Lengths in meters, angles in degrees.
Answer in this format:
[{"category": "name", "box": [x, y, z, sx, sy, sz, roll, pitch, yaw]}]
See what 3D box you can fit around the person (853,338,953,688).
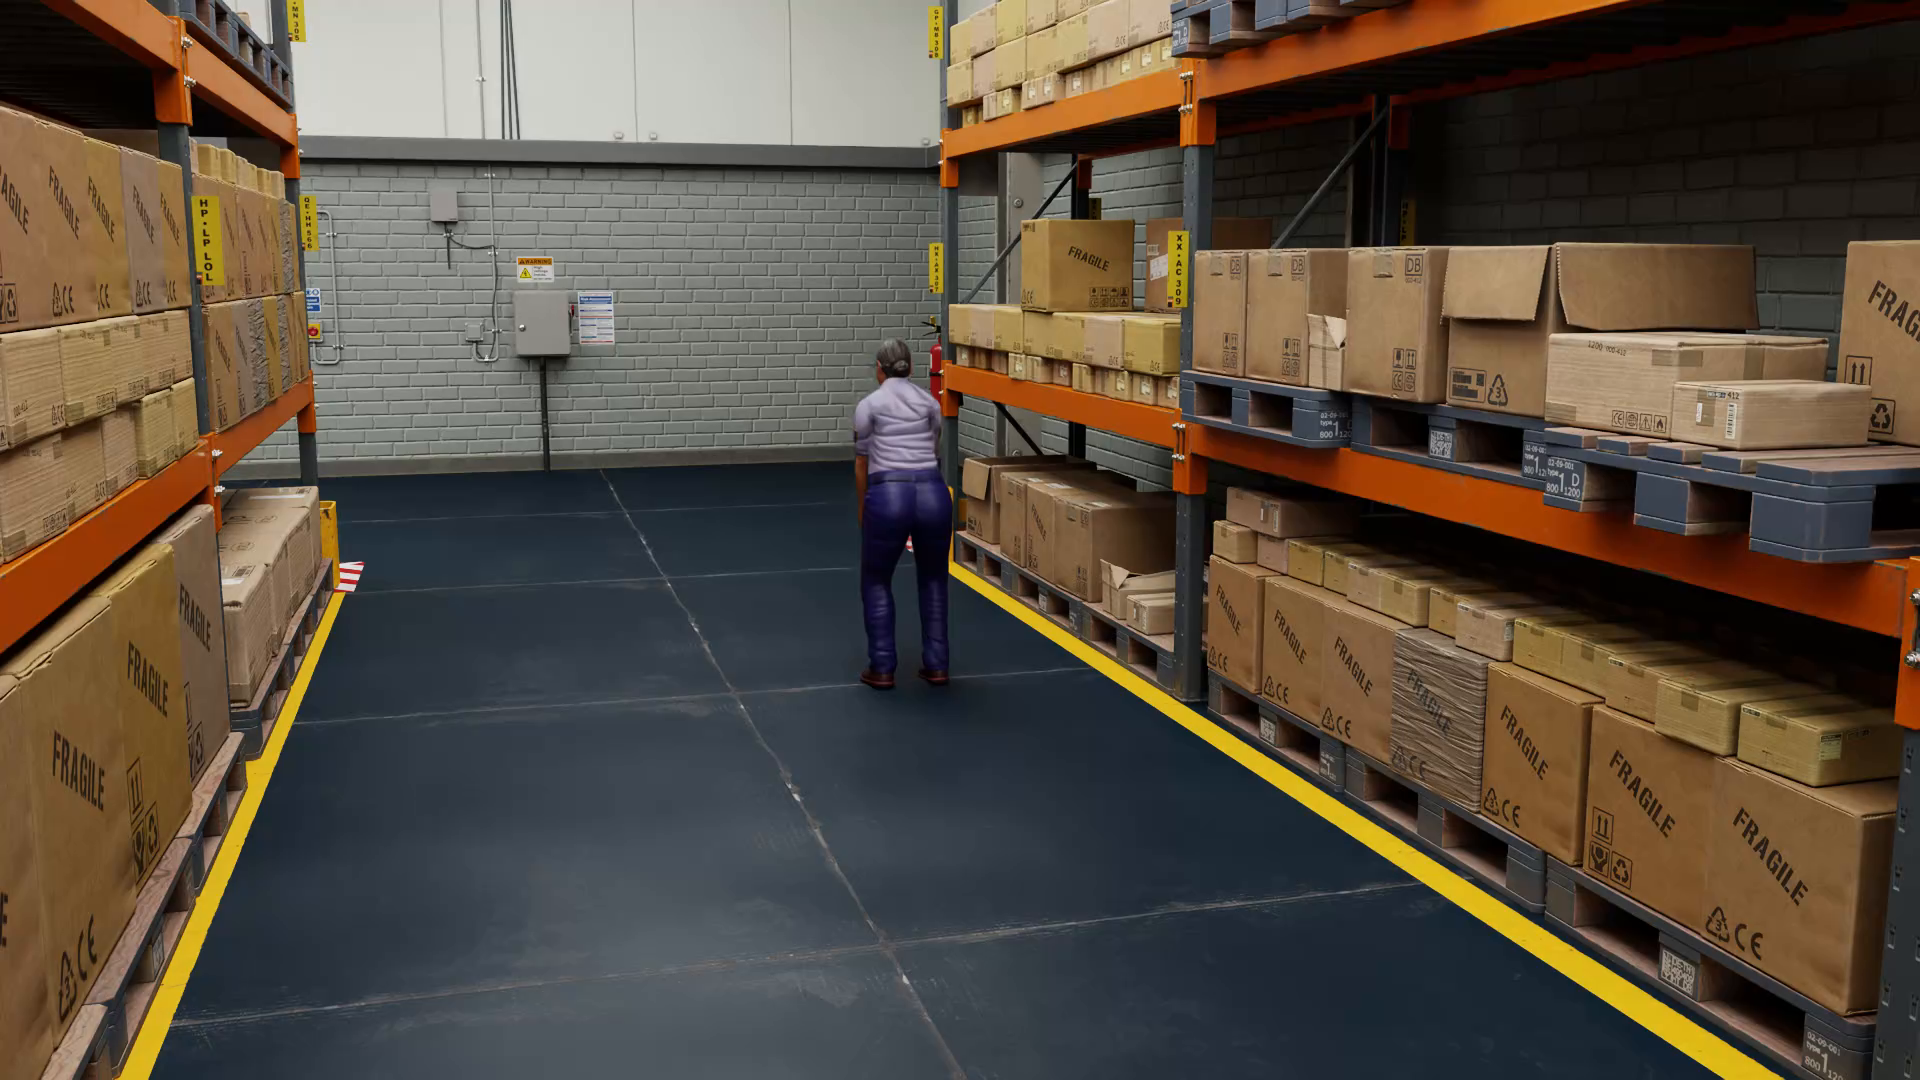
[{"category": "person", "box": [-0.282, -0.127, 7.835, 0.435, 1.611, 0.558, -3, 10, -17]}]
